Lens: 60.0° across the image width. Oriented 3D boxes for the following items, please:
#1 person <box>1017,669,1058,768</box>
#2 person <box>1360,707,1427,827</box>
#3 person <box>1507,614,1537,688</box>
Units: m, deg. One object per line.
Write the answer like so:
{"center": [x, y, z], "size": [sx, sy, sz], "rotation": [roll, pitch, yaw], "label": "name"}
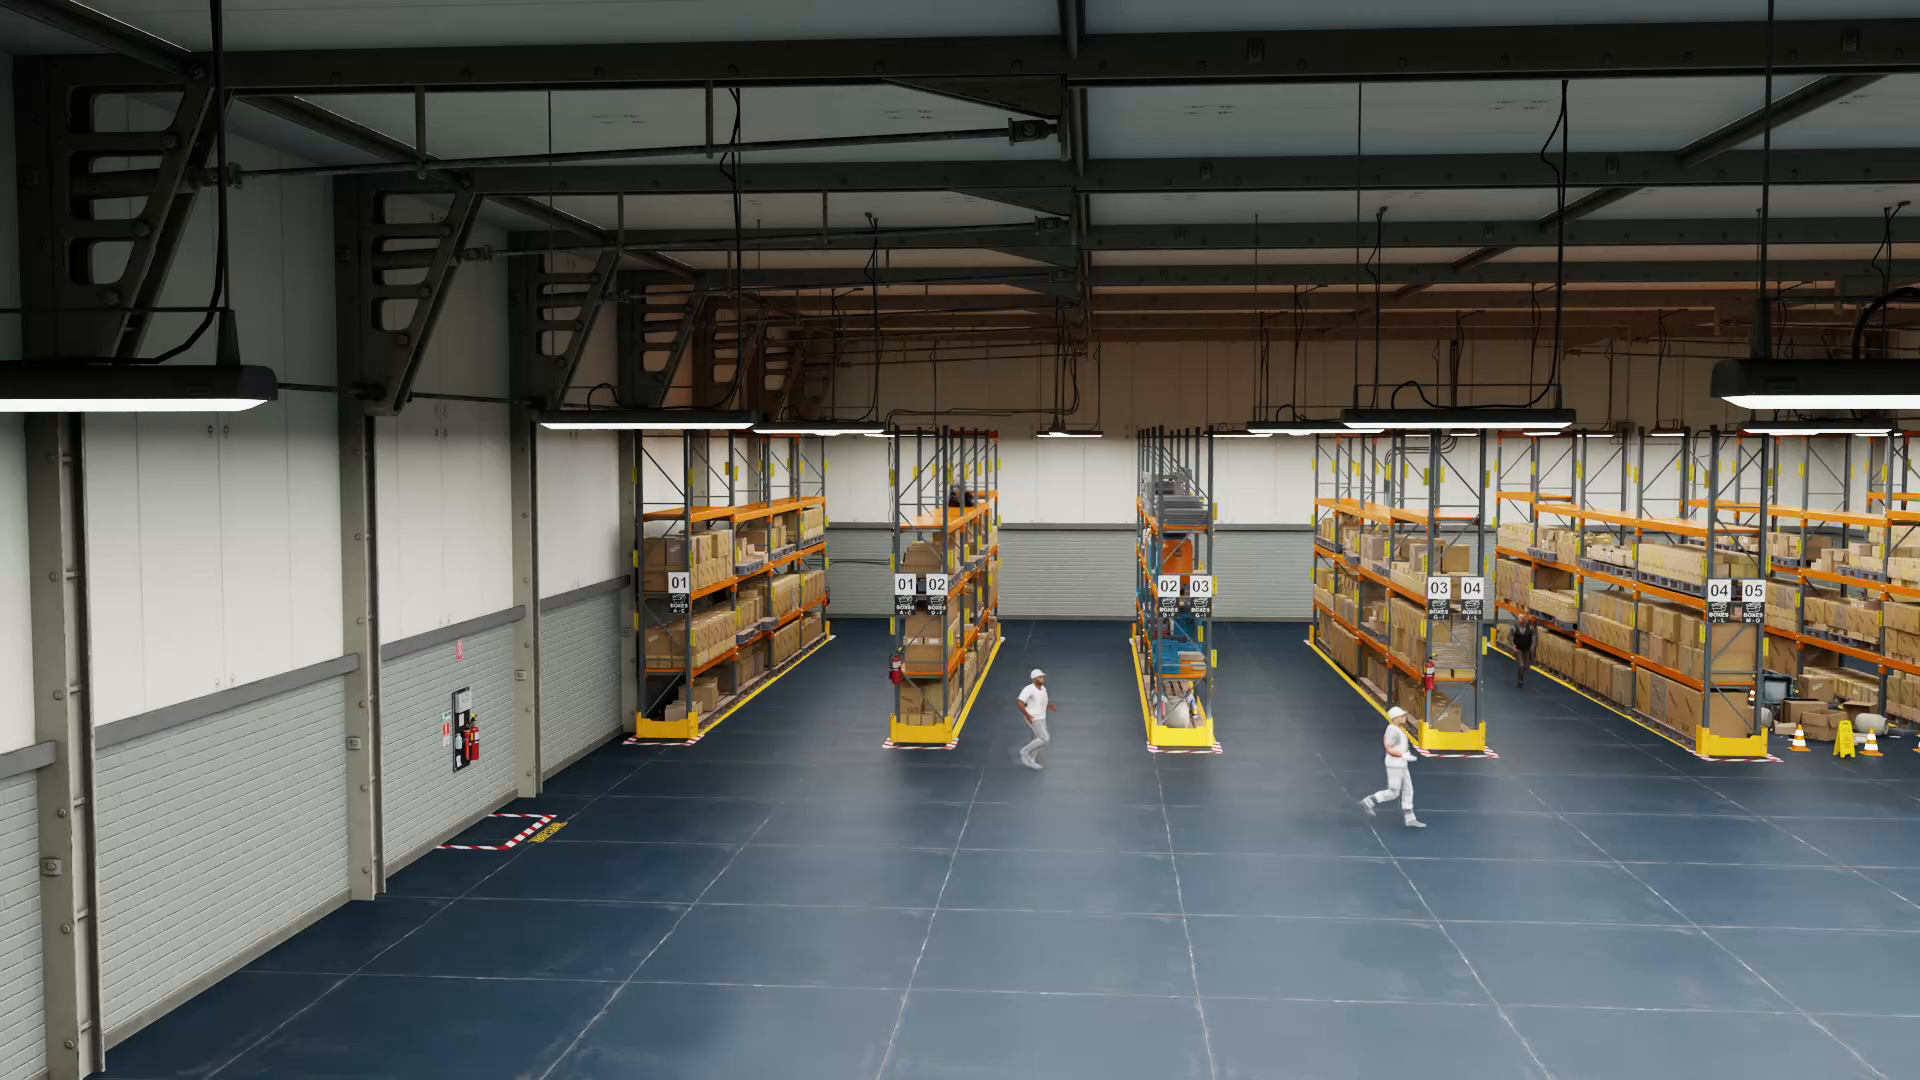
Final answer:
{"center": [1.375, 3.114, 28.977], "size": [0.594, 1.729, 0.681], "rotation": [2, 4, 29], "label": "person"}
{"center": [6.427, 3.353, 24.606], "size": [0.959, 1.774, 0.653], "rotation": [2, 4, 25], "label": "person"}
{"center": [13.089, 2.524, 38.734], "size": [0.668, 1.636, 0.651], "rotation": [1, 3, 10], "label": "person"}
